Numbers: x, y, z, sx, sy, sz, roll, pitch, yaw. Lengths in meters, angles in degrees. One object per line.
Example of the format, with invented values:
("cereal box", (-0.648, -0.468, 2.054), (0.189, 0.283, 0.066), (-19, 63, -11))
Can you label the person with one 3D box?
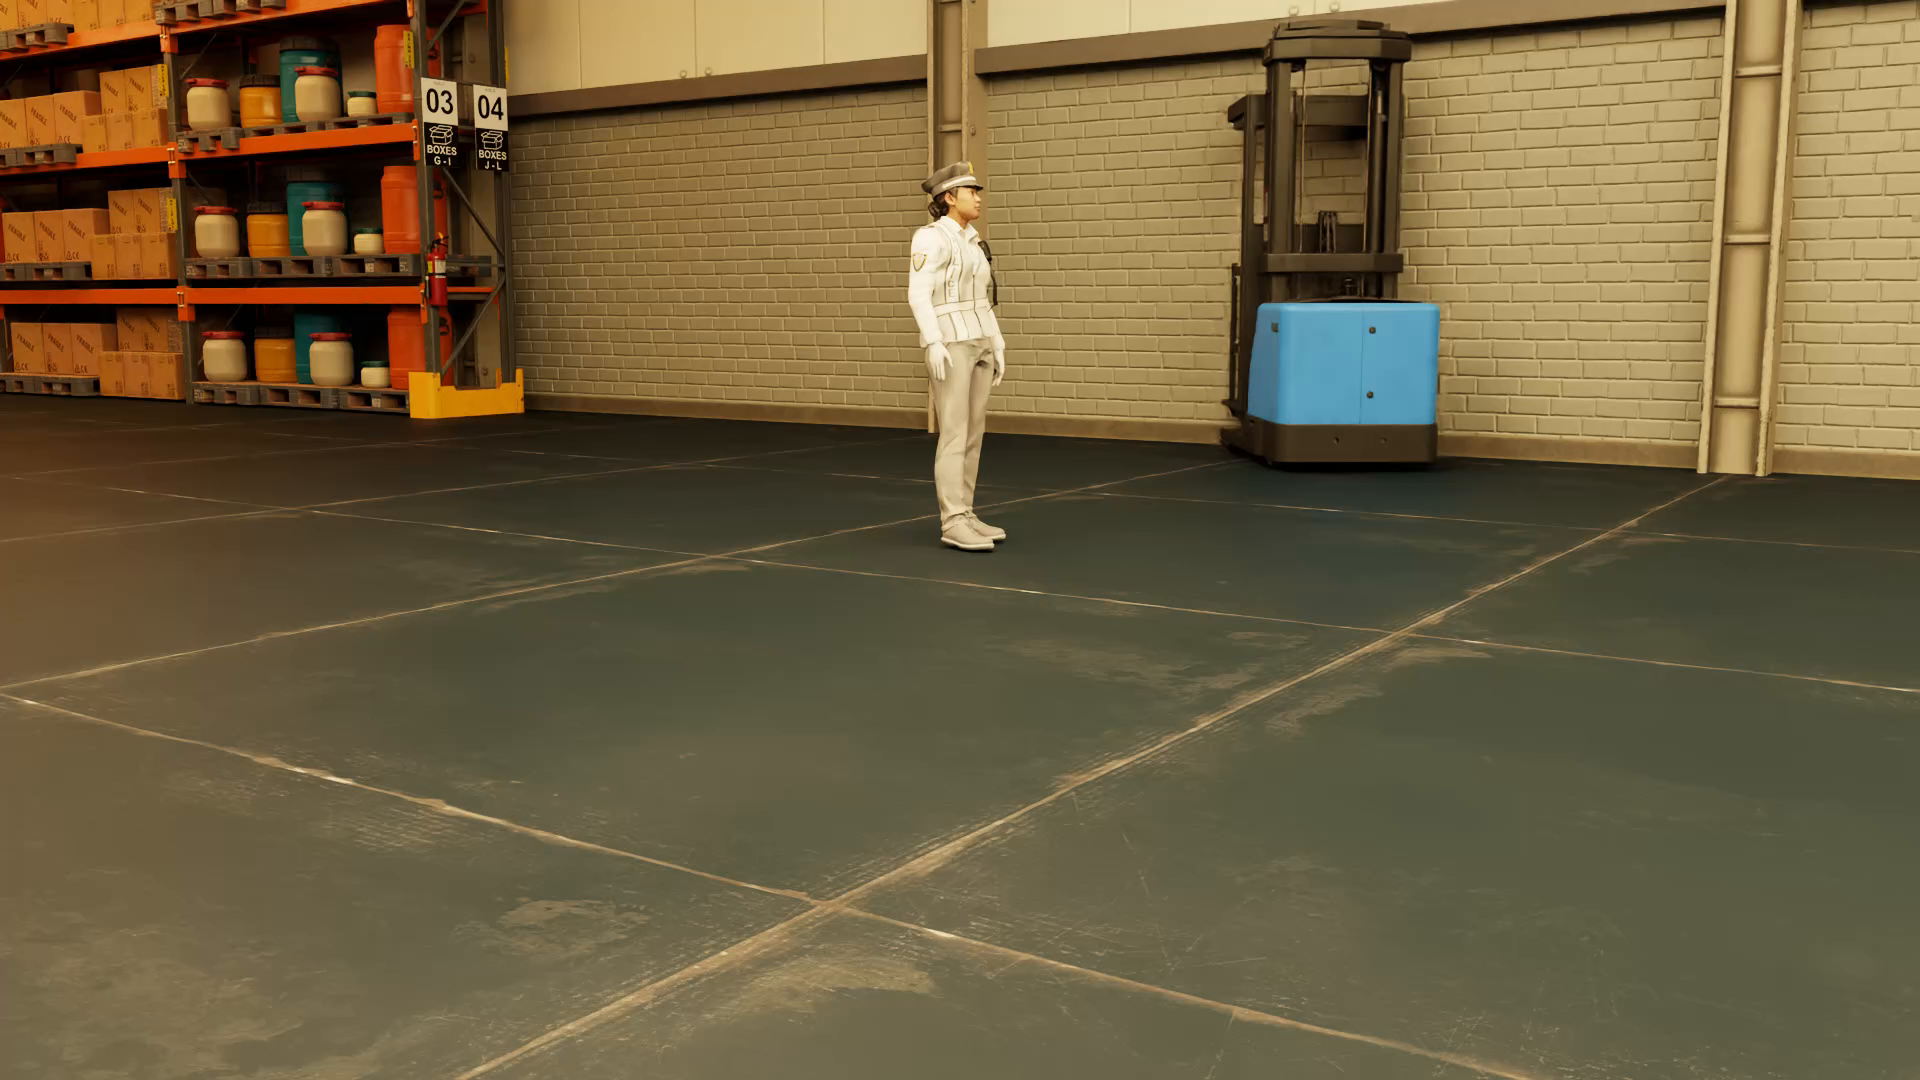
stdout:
("person", (0.053, -0.840, 7.439), (0.530, 1.694, 0.586), (5, 10, 34))

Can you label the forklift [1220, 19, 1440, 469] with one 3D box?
("forklift", (2.508, -2.087, 11.868), (1.130, 2.935, 3.031), (0, 8, -1))
